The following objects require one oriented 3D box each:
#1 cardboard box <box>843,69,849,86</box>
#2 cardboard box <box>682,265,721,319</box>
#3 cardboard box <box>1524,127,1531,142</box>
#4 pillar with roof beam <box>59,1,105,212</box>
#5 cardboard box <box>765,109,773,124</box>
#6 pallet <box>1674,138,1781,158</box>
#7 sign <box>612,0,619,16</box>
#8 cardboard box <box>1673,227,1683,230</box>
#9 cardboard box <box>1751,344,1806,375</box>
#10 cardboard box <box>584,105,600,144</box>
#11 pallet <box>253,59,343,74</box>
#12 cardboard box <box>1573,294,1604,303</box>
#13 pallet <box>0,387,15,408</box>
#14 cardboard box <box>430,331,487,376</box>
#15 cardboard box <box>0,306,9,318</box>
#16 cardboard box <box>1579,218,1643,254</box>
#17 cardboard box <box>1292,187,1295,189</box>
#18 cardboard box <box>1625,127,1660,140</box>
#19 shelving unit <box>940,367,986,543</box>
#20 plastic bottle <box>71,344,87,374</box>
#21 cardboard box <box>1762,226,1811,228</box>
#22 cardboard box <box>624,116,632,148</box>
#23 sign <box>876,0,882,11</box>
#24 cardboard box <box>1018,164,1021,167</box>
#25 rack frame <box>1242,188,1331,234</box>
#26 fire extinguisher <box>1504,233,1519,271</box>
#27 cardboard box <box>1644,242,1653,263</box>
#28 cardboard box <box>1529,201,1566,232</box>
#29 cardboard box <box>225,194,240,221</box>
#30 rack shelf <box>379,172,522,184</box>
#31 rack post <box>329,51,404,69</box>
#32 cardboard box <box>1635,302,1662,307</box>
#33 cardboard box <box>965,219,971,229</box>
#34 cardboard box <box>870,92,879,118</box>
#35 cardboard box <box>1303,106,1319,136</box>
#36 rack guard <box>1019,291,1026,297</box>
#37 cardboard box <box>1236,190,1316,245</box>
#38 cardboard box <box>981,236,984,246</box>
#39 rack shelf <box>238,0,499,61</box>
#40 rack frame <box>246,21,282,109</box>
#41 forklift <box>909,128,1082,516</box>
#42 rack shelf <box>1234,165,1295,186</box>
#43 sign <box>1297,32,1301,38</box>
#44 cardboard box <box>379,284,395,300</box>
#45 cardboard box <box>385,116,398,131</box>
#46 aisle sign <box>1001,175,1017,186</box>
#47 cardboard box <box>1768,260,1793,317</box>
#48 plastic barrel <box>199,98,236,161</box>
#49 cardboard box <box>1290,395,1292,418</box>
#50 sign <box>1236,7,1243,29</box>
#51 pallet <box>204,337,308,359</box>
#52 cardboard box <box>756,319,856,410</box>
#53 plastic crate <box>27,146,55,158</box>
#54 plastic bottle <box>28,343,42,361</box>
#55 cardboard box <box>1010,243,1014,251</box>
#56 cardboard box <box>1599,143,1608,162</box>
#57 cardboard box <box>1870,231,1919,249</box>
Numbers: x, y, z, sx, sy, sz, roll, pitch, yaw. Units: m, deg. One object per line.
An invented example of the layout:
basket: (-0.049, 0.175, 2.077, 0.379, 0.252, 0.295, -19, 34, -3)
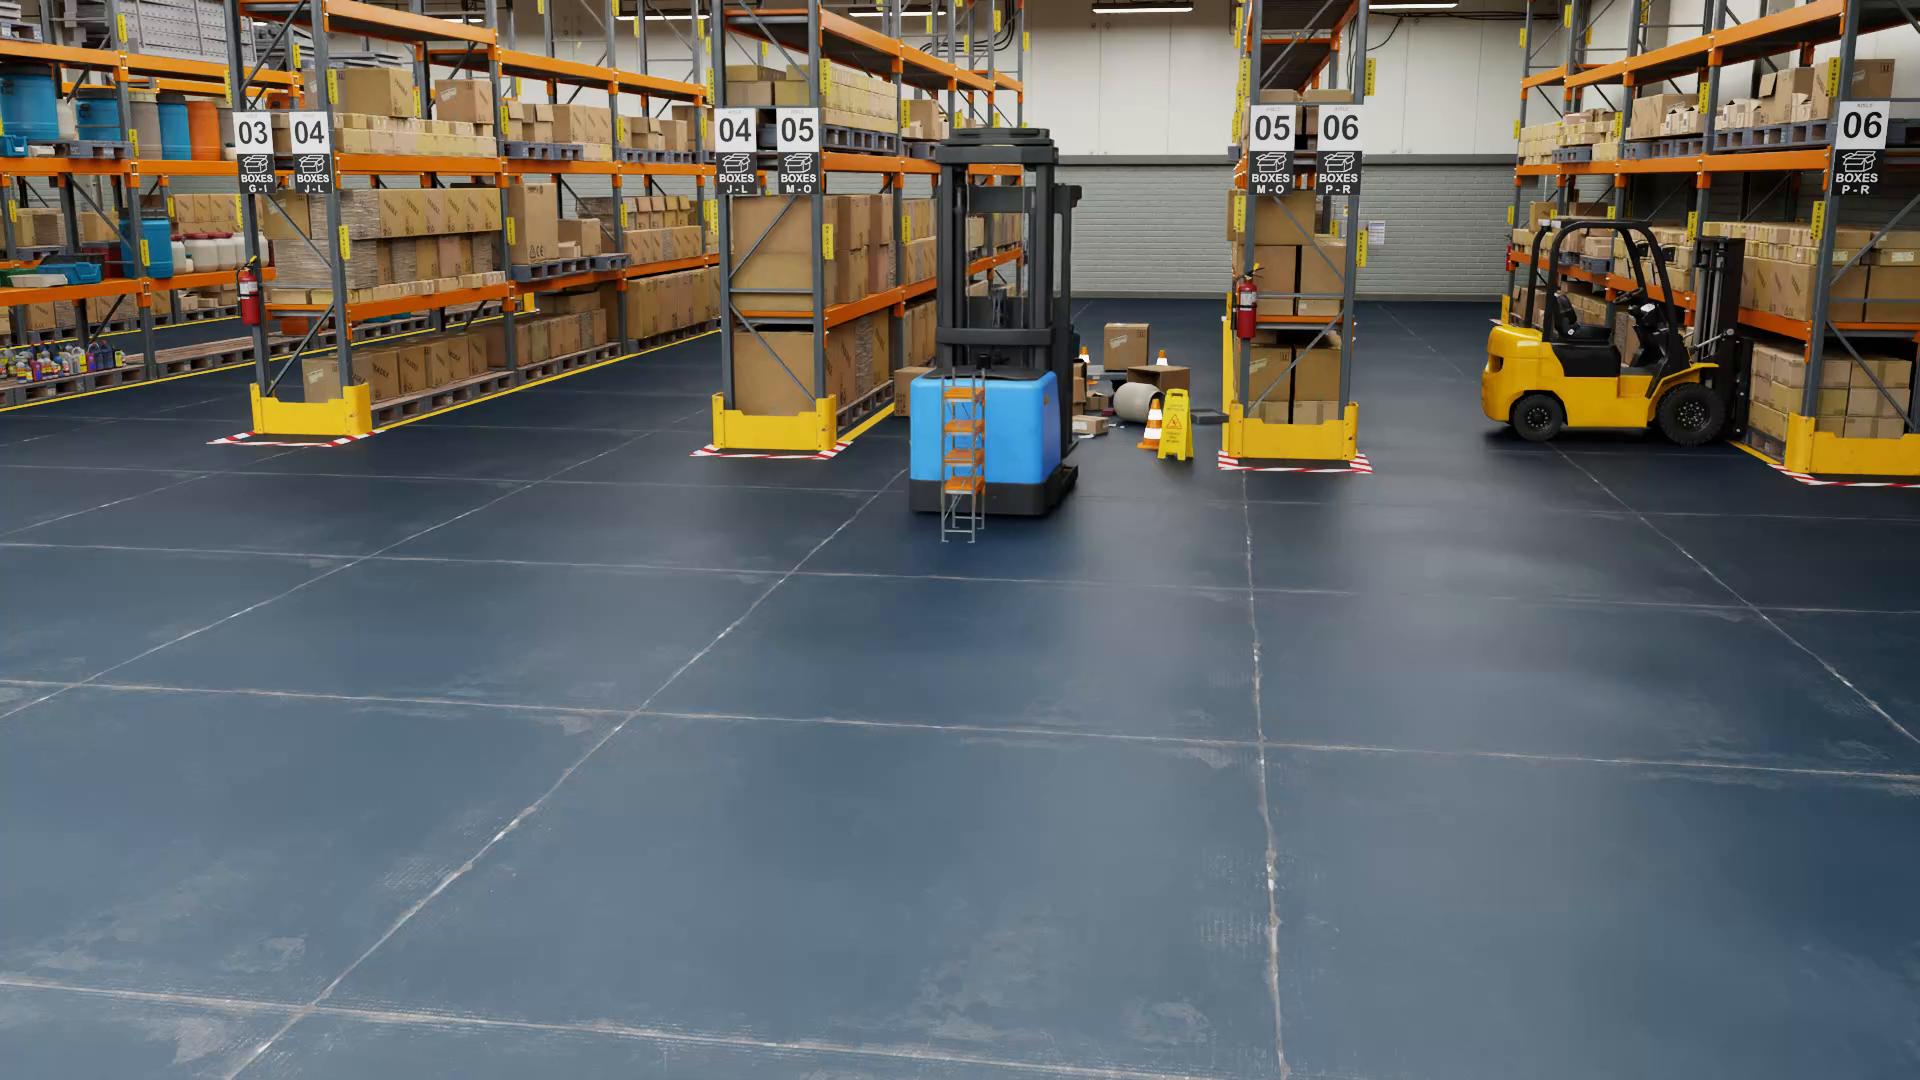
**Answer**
cardboard box: (-1.315, -4.588, 16.511, 0.380, 0.149, 0.250, 2, 12, 9)
cardboard box: (-4.659, -4.364, 29.171, 0.875, 0.875, 0.875, 2, 12, 9)
cardboard box: (10.060, -7.008, 28.734, 0.500, 0.250, 0.500, 2, 12, 8)
pillar with roof beam: (-15.093, -9.760, 35.923, 9.100, 9.000, 0.548, 2, 12, 9)
cardboard box: (-2.044, -4.114, 16.203, 0.380, 0.149, 0.250, 2, 12, 9)
pallet: (8.750, -4.473, 18.964, 0.805, 0.209, 1.217, 1, 12, 6)
sign: (-4.917, -7.643, 23.692, 0.100, 0.325, 0.005, 2, 12, 9)
cardboard box: (9.363, -3.931, 21.336, 0.380, 0.149, 0.250, 2, 12, 9)
cardboard box: (7.916, -1.752, 16.157, 0.500, 0.250, 0.500, 2, 12, 9)
cardboard box: (-5.349, -5.775, 23.128, 0.500, 0.500, 0.500, 2, 12, 9)
pallet: (-10.207, -7.185, 25.370, 1.213, 0.211, 1.003, 2, 12, 9)
cardboard box: (9.517, -3.645, 25.183, 0.380, 0.149, 0.250, 2, 12, 8)
pallet: (-11.483, -1.549, 18.678, 1.003, 0.211, 1.213, 2, 12, 9)
cardboard box: (-6.171, -2.299, 20.478, 0.500, 0.500, 0.500, 1, 12, 7)
cardboard box: (-15.080, -3.570, 25.639, 0.500, 0.311, 0.500, 2, 12, 10)
cardboard box: (9.311, -4.351, 23.819, 0.797, 0.503, 0.637, 2, 12, 7)
cardboard box: (5.258, -5.654, 26.958, 0.380, 0.149, 0.250, 2, 12, 8)
cardboard box: (8.889, -5.293, 21.633, 0.380, 0.166, 0.250, 2, 12, 9)
shelving unit: (0.025, -0.621, 12.027, 0.258, 1.200, 0.503, 2, 12, 9)
plastic bottle: (-10.857, -2.228, 20.454, 0.144, 0.351, 0.185, 2, 12, 8)
cardboard box: (8.089, -2.996, 16.293, 0.380, 0.149, 0.250, 2, 12, 9)
cardboard box: (-5.386, -6.263, 25.579, 0.500, 0.500, 0.500, 3, 12, 12)
sign: (-1.107, -7.492, 22.993, 0.100, 0.325, 0.005, 2, 12, 9)
cardboard box: (0.853, -7.004, 30.607, 0.500, 0.250, 0.500, 2, 12, 7)
rack frame: (3.722, -3.077, 19.149, 1.000, 3.000, 0.127, 2, 12, 9)
fire extinguisher: (10.039, -5.240, 30.257, 0.296, 0.674, 0.183, 2, 12, 9)
cardboard box: (8.703, -3.516, 20.358, 0.500, 0.250, 0.500, 2, 12, 9)
cardboard box: (9.907, -5.455, 28.056, 0.500, 0.500, 0.500, 2, 12, 10)
cardboard box: (-14.040, -6.333, 31.650, 0.500, 0.500, 0.500, 2, 12, 10)
rack shelf: (-9.426, -6.754, 30.803, 1.077, 0.370, 4.000, 2, 12, 9)
rack post: (-9.894, -7.945, 27.678, 0.937, 0.300, 0.954, 2, 12, 8)
cardboard box: (9.657, -3.257, 23.383, 0.380, 0.149, 0.250, 2, 12, 9)
cardboard box: (-0.024, -4.893, 25.767, 0.380, 0.149, 0.250, 1, 12, 6)
cardboard box: (-1.163, -4.688, 17.924, 0.500, 0.250, 0.500, 2, 12, 8)
cardboard box: (3.448, -3.878, 15.399, 0.500, 0.250, 0.500, 2, 12, 8)
rack guard: (0.650, -4.476, 31.577, 1.175, 0.500, 0.348, 2, 12, 9)
cardboard box: (2.970, -3.040, 15.664, 0.700, 0.500, 0.500, 2, 12, 7)
cardboard box: (0.181, -4.875, 27.092, 0.380, 0.149, 0.250, 2, 12, 7)
rack shelf: (-6.377, -5.561, 18.151, 1.077, 0.370, 4.000, 2, 12, 9)
rack frame: (-14.012, -9.150, 33.091, 1.000, 3.000, 0.127, 2, 12, 9)
forklift: (0.399, -1.877, 13.747, 1.130, 2.935, 3.031, 2, 12, 11)
rack shelf: (5.260, -6.273, 28.568, 1.077, 0.370, 4.000, 2, 12, 9)
sign: (6.102, -8.982, 29.906, 0.100, 0.325, 0.005, 2, 12, 9)
cardboard box: (-6.277, -2.649, 17.764, 0.380, 0.149, 0.250, 2, 12, 9)
cardboard box: (-6.208, -4.415, 17.649, 0.380, 0.149, 0.250, 2, 12, 9)
aisle sign: (0.969, -6.990, 31.138, 0.394, 0.787, 0.004, 2, 12, 9)
cardboard box: (7.918, -2.351, 15.547, 0.500, 0.500, 0.500, 2, 12, 10)
plastic barrel: (-10.689, -5.938, 24.118, 0.600, 0.901, 0.600, 0, 12, 0)
cardboard box: (3.591, -1.370, 16.760, 0.500, 0.250, 0.500, 2, 12, 11)
sign: (4.408, -8.232, 26.237, 0.100, 0.325, 0.005, 2, 12, 9)
pallet: (-10.506, -2.868, 24.799, 1.003, 0.211, 1.213, 2, 12, 9)
cardboard box: (-1.627, -1.876, 17.627, 0.875, 0.875, 0.875, 2, 12, 8)
plastic crate: (-10.811, -4.548, 19.484, 0.243, 0.136, 0.396, 2, 12, 9)
plastic bottle: (-11.527, -2.284, 20.717, 0.144, 0.351, 0.185, 1, 12, 6)
cardboard box: (0.775, -5.357, 30.327, 0.380, 0.149, 0.250, 2, 12, 10)
cardboard box: (9.158, -5.362, 22.988, 0.500, 0.250, 0.500, 2, 12, 9)
cardboard box: (8.275, -2.658, 14.725, 0.380, 0.149, 0.250, 2, 12, 8)
